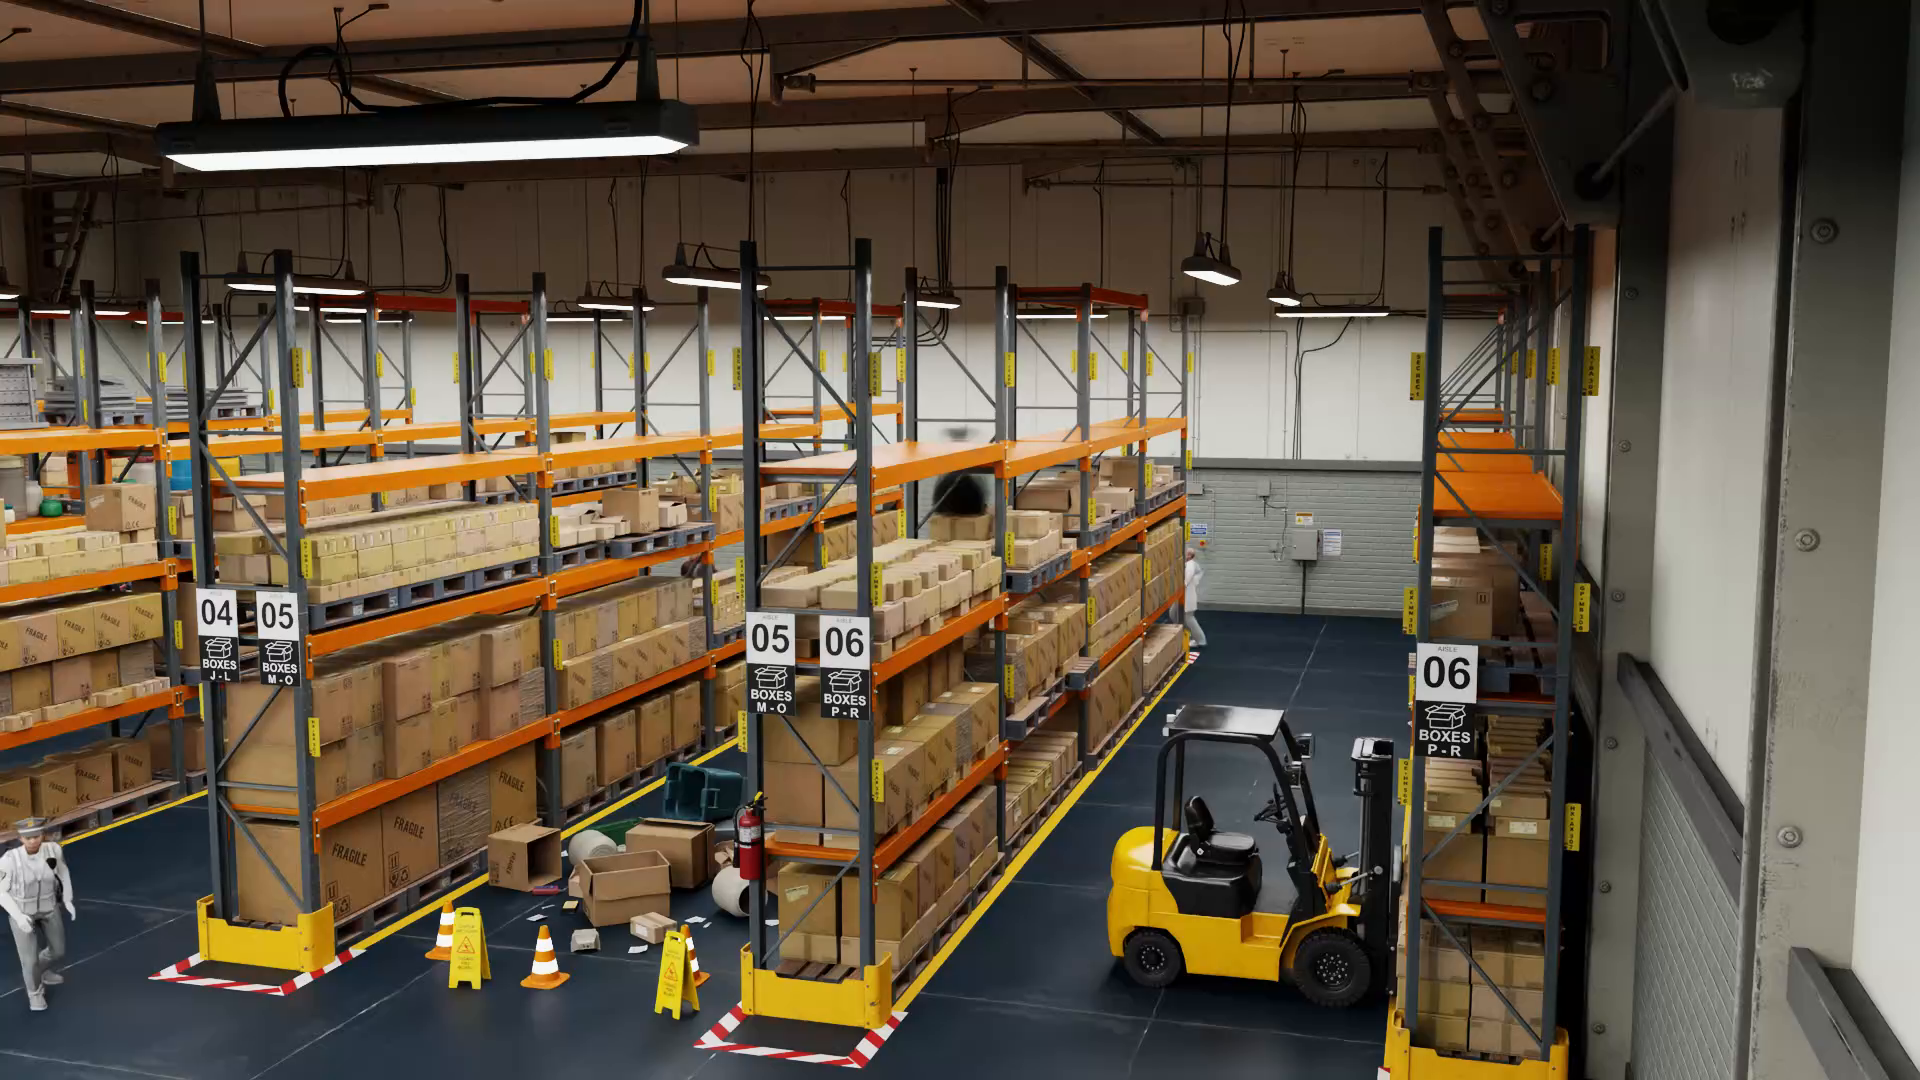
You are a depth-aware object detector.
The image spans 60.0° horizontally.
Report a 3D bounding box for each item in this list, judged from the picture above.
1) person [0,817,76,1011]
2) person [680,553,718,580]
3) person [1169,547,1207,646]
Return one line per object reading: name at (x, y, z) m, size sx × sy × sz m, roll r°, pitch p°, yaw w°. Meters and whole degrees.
person at (-7.316, 2.910, 13.095) m, size 0.688 × 1.603 × 0.575 m, roll 6°, pitch 9°, yaw 42°
person at (-4.687, 0.964, 30.000) m, size 0.755 × 1.698 × 0.976 m, roll 0°, pitch 6°, yaw 1°
person at (3.980, 1.013, 29.291) m, size 0.759 × 1.791 × 0.696 m, roll 1°, pitch 6°, yaw 7°
